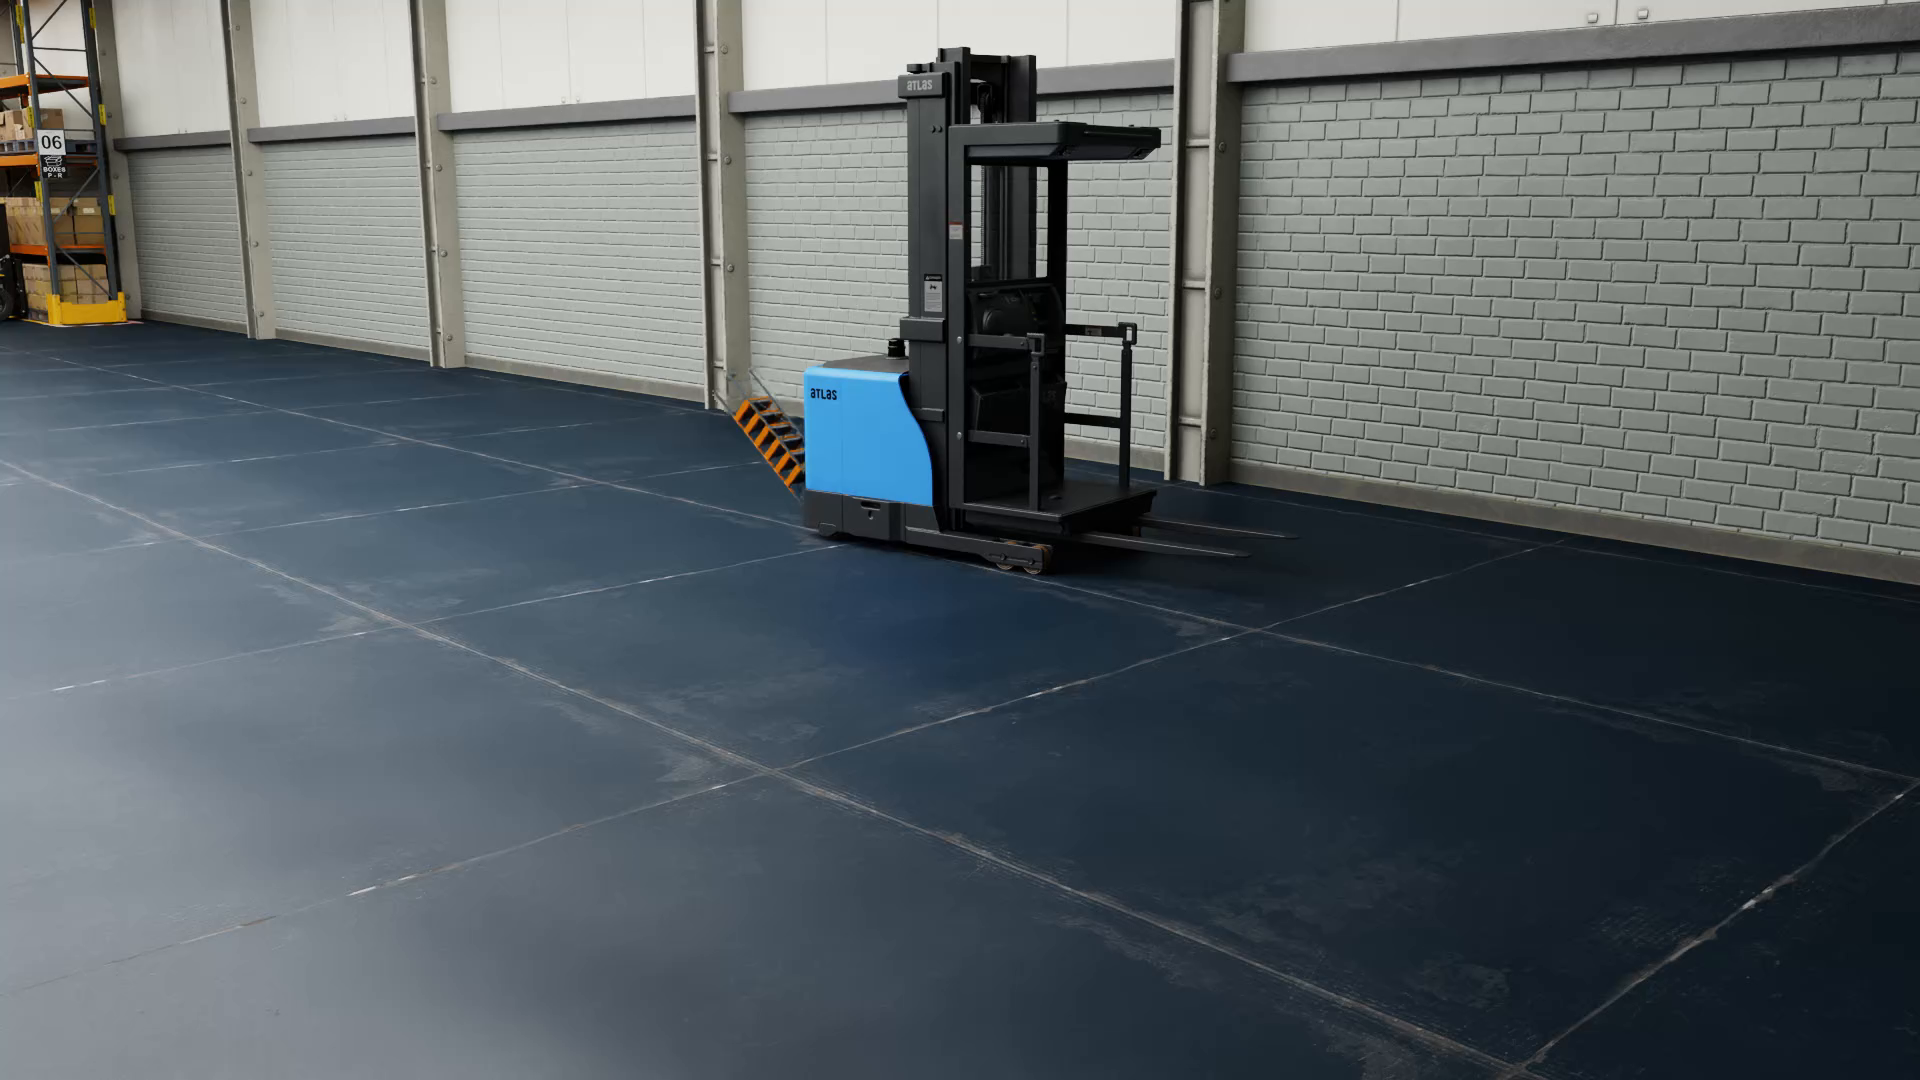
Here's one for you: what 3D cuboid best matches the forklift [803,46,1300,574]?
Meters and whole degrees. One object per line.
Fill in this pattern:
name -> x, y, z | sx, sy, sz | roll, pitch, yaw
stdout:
forklift -> 0.503, -1.361, 9.756 | 3.031, 2.935, 1.130 | 8, 14, 35

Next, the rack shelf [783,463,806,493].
rack shelf -> -1.022, -0.427, 11.077 | 0.103, 0.180, 0.258 | 51, 34, 18

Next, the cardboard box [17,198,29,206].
cardboard box -> -16.120, -5.870, 28.875 | 0.380, 0.149, 0.250 | -10, 16, -41

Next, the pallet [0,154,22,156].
pallet -> -17.103, -7.088, 30.165 | 1.003, 0.211, 1.213 | -11, 16, -43

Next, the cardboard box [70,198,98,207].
cardboard box -> -15.026, -5.790, 28.489 | 0.380, 0.149, 0.250 | -11, 16, -44

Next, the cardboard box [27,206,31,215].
cardboard box -> -15.887, -5.694, 28.762 | 0.380, 0.149, 0.250 | -11, 16, -43

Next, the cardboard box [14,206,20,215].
cardboard box -> -16.294, -5.761, 29.085 | 0.380, 0.149, 0.250 | -11, 16, -42

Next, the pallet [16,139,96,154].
pallet -> -15.418, -6.732, 28.437 | 1.003, 0.211, 1.213 | -11, 16, -43

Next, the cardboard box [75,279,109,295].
cardboard box -> -15.123, -4.400, 28.871 | 0.500, 0.250, 0.500 | -11, 16, -42

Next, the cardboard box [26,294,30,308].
cardboard box -> -16.177, -4.231, 29.286 | 0.500, 0.250, 0.500 | -11, 16, -42

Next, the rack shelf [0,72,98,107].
rack shelf -> -16.330, -7.881, 29.137 | 1.077, 0.370, 4.000 | -11, 16, -43

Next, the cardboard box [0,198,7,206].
cardboard box -> -16.975, -6.060, 29.798 | 0.380, 0.149, 0.250 | -11, 16, -43

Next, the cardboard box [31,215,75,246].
cardboard box -> -15.478, -5.283, 28.373 | 0.500, 0.500, 0.500 | -11, 16, -44

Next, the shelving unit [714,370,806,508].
shelving unit -> -1.192, -0.638, 11.163 | 1.200, 0.189, 0.258 | 51, 34, 18

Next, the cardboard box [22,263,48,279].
cardboard box -> -16.205, -4.717, 29.170 | 0.500, 0.250, 0.500 | -11, 16, -42

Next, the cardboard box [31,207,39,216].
cardboard box -> -15.589, -5.610, 28.354 | 0.380, 0.149, 0.250 | -11, 16, -42

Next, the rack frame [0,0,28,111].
rack frame -> -17.711, -8.721, 30.441 | 1.000, 3.000, 0.127 | -11, 16, -43

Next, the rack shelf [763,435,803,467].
rack shelf -> -1.166, -0.605, 11.150 | 0.103, 0.180, 0.258 | 51, 34, 18

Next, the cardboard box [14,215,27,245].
cardboard box -> -16.184, -5.435, 29.110 | 0.500, 0.500, 0.500 | -11, 16, -44

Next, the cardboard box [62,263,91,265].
cardboard box -> -15.491, -4.717, 29.167 | 0.500, 0.250, 0.500 | -11, 16, -42

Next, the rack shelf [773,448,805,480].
rack shelf -> -1.094, -0.516, 11.113 | 0.103, 0.180, 0.258 | 51, 34, 18

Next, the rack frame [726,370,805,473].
rack frame -> -1.143, -0.698, 11.114 | 1.200, 0.006, 0.240 | 51, 34, 18

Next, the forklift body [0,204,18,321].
forklift body -> -17.578, -4.806, 28.407 | 2.313, 2.155, 1.214 | -11, 16, -43

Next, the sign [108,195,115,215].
sign -> -14.543, -5.738, 28.488 | 0.100, 0.325, 0.005 | -11, 16, -43

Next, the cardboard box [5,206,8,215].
cardboard box -> -16.818, -5.875, 29.640 | 0.250, 0.149, 0.380 | 11, 16, 43

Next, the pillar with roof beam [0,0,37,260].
pillar with roof beam -> -22.035, -8.640, 30.048 | 9.100, 9.000, 0.400 | -11, 16, -43

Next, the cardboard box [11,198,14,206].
cardboard box -> -16.573, -5.996, 29.490 | 0.380, 0.149, 0.250 | -11, 16, -42

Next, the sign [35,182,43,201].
sign -> -15.351, -5.808, 27.714 | 0.100, 0.325, 0.005 | -11, 16, -43

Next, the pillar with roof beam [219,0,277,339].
pillar with roof beam -> -13.748, -6.889, 21.548 | 9.100, 9.000, 0.400 | -11, 16, -43

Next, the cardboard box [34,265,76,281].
cardboard box -> -15.492, -4.571, 28.462 | 0.500, 0.250, 0.500 | -10, 15, -41

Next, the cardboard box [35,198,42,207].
cardboard box -> -15.541, -5.766, 28.372 | 0.380, 0.149, 0.250 | -11, 16, -42

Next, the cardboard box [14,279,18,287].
cardboard box -> -16.564, -4.551, 29.601 | 0.500, 0.250, 0.500 | -11, 16, -43

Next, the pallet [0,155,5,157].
pallet -> -18.329, -7.285, 31.379 | 1.217, 0.209, 0.805 | 11, 16, 43

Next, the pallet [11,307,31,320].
pallet -> -16.345, -4.117, 29.871 | 1.003, 0.211, 1.213 | -11, 16, -43

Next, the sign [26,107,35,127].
sign -> -15.351, -6.989, 27.471 | 0.100, 0.325, 0.005 | -11, 16, -43

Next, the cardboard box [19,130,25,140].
cardboard box -> -15.740, -6.878, 28.264 | 0.250, 0.149, 0.380 | 11, 16, 44

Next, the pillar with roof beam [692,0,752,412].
pillar with roof beam -> -5.461, -5.138, 13.047 | 9.100, 9.000, 0.400 | -11, 16, -43

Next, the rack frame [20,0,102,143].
rack frame -> -14.949, -8.137, 27.607 | 1.000, 3.000, 0.127 | -11, 16, -43

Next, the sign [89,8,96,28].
sign -> -14.543, -8.749, 27.868 | 0.100, 0.325, 0.005 | -11, 16, -43

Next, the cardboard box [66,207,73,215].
cardboard box -> -15.212, -5.678, 28.684 | 0.380, 0.149, 0.250 | -11, 16, -43

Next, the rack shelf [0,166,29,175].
rack shelf -> -19.092, -7.191, 32.233 | 1.077, 0.370, 4.000 | -11, 16, -43

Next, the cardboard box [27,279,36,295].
cardboard box -> -15.849, -4.405, 28.893 | 0.500, 0.250, 0.500 | -11, 16, -43

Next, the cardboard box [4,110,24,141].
cardboard box -> -16.066, -7.166, 28.789 | 0.700, 0.500, 0.500 | -11, 16, -42

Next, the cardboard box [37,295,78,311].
cardboard box -> -15.502, -4.082, 28.567 | 0.500, 0.250, 0.500 | -11, 16, -42

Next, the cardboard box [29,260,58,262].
cardboard box -> -16.870, -5.015, 30.614 | 0.500, 0.250, 0.500 | -11, 16, -43

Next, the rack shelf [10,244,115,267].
rack shelf -> -16.330, -5.138, 29.702 | 1.077, 0.370, 4.000 | -11, 16, -43
